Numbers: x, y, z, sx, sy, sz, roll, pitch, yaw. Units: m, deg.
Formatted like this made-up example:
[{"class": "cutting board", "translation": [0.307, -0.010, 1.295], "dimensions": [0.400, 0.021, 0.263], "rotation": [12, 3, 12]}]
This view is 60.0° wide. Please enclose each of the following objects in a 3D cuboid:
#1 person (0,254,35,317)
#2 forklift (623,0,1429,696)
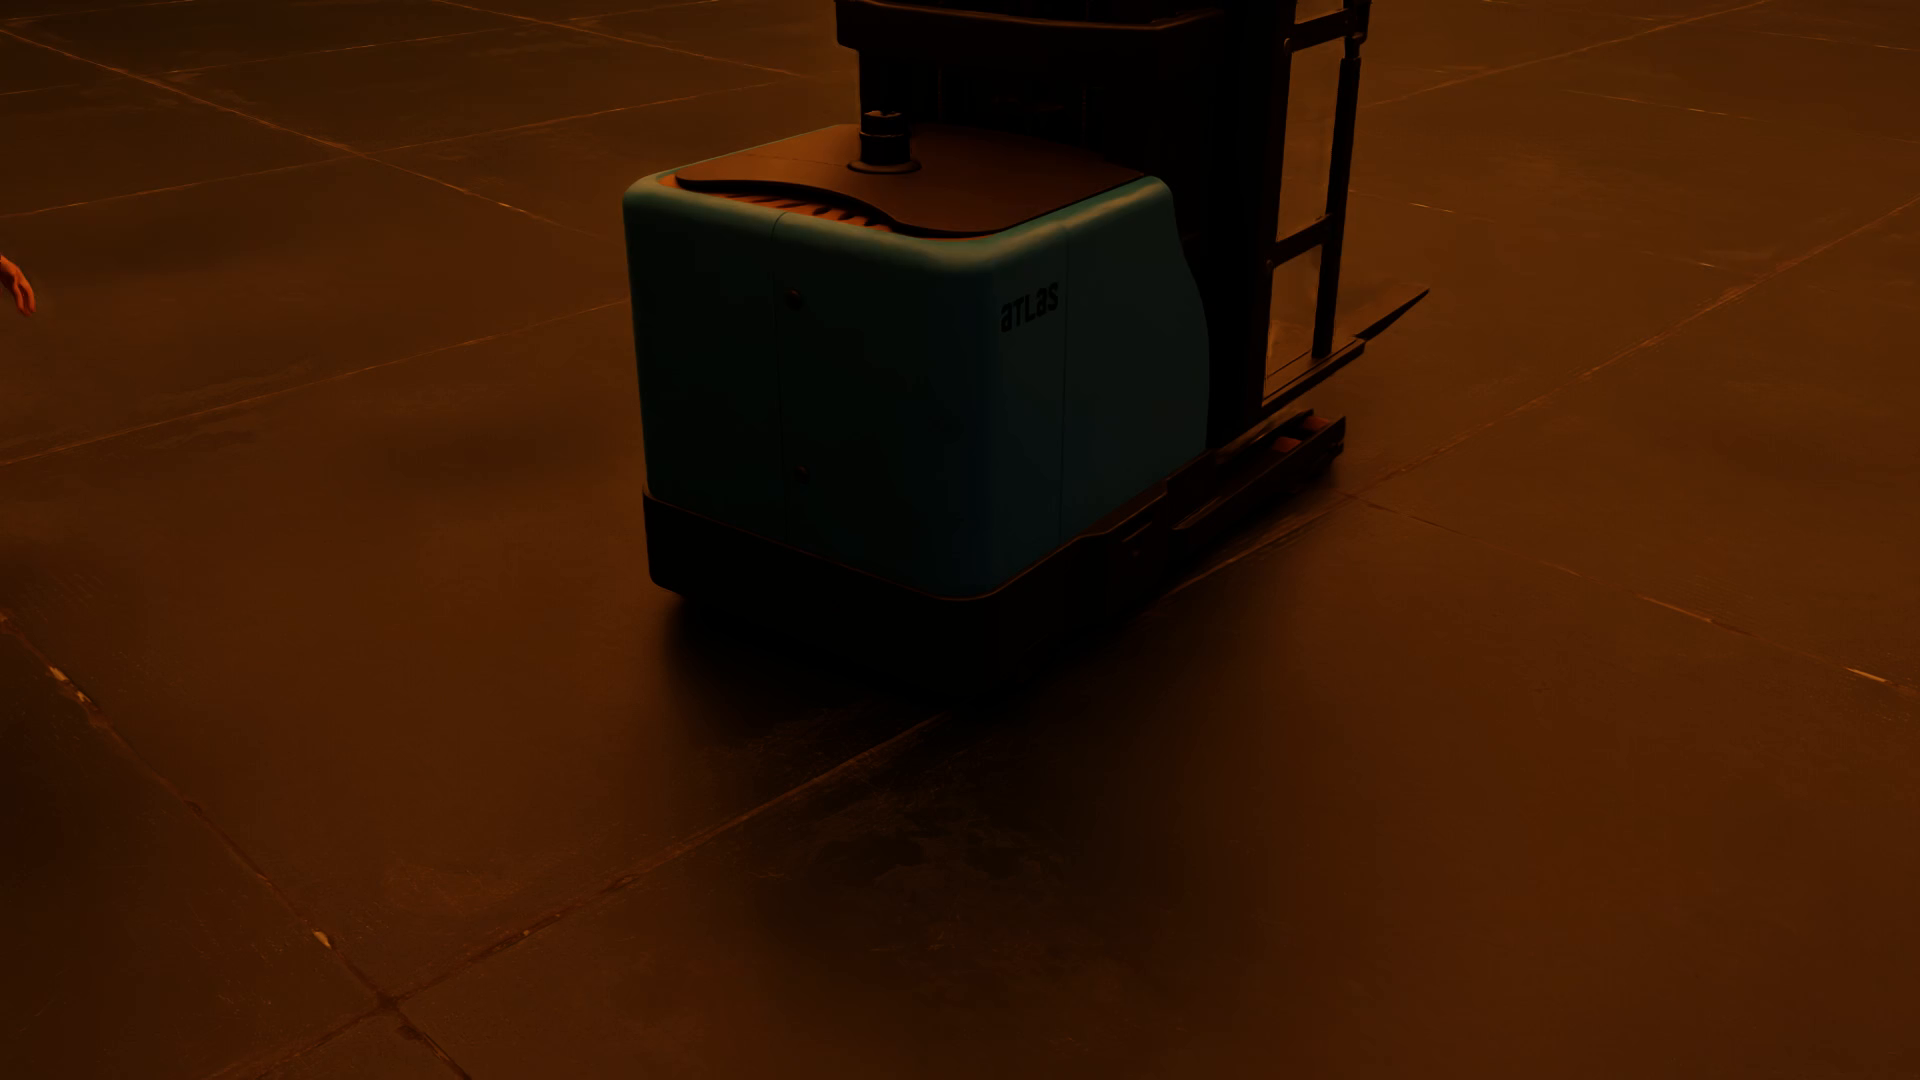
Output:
[{"class": "person", "translation": [-2.712, -0.541, 3.906], "dimensions": [0.797, 1.560, 0.774], "rotation": [22, 34, 38]}, {"class": "forklift", "translation": [0.492, -1.562, 4.399], "dimensions": [1.130, 2.935, 3.031], "rotation": [18, 31, 32]}]
